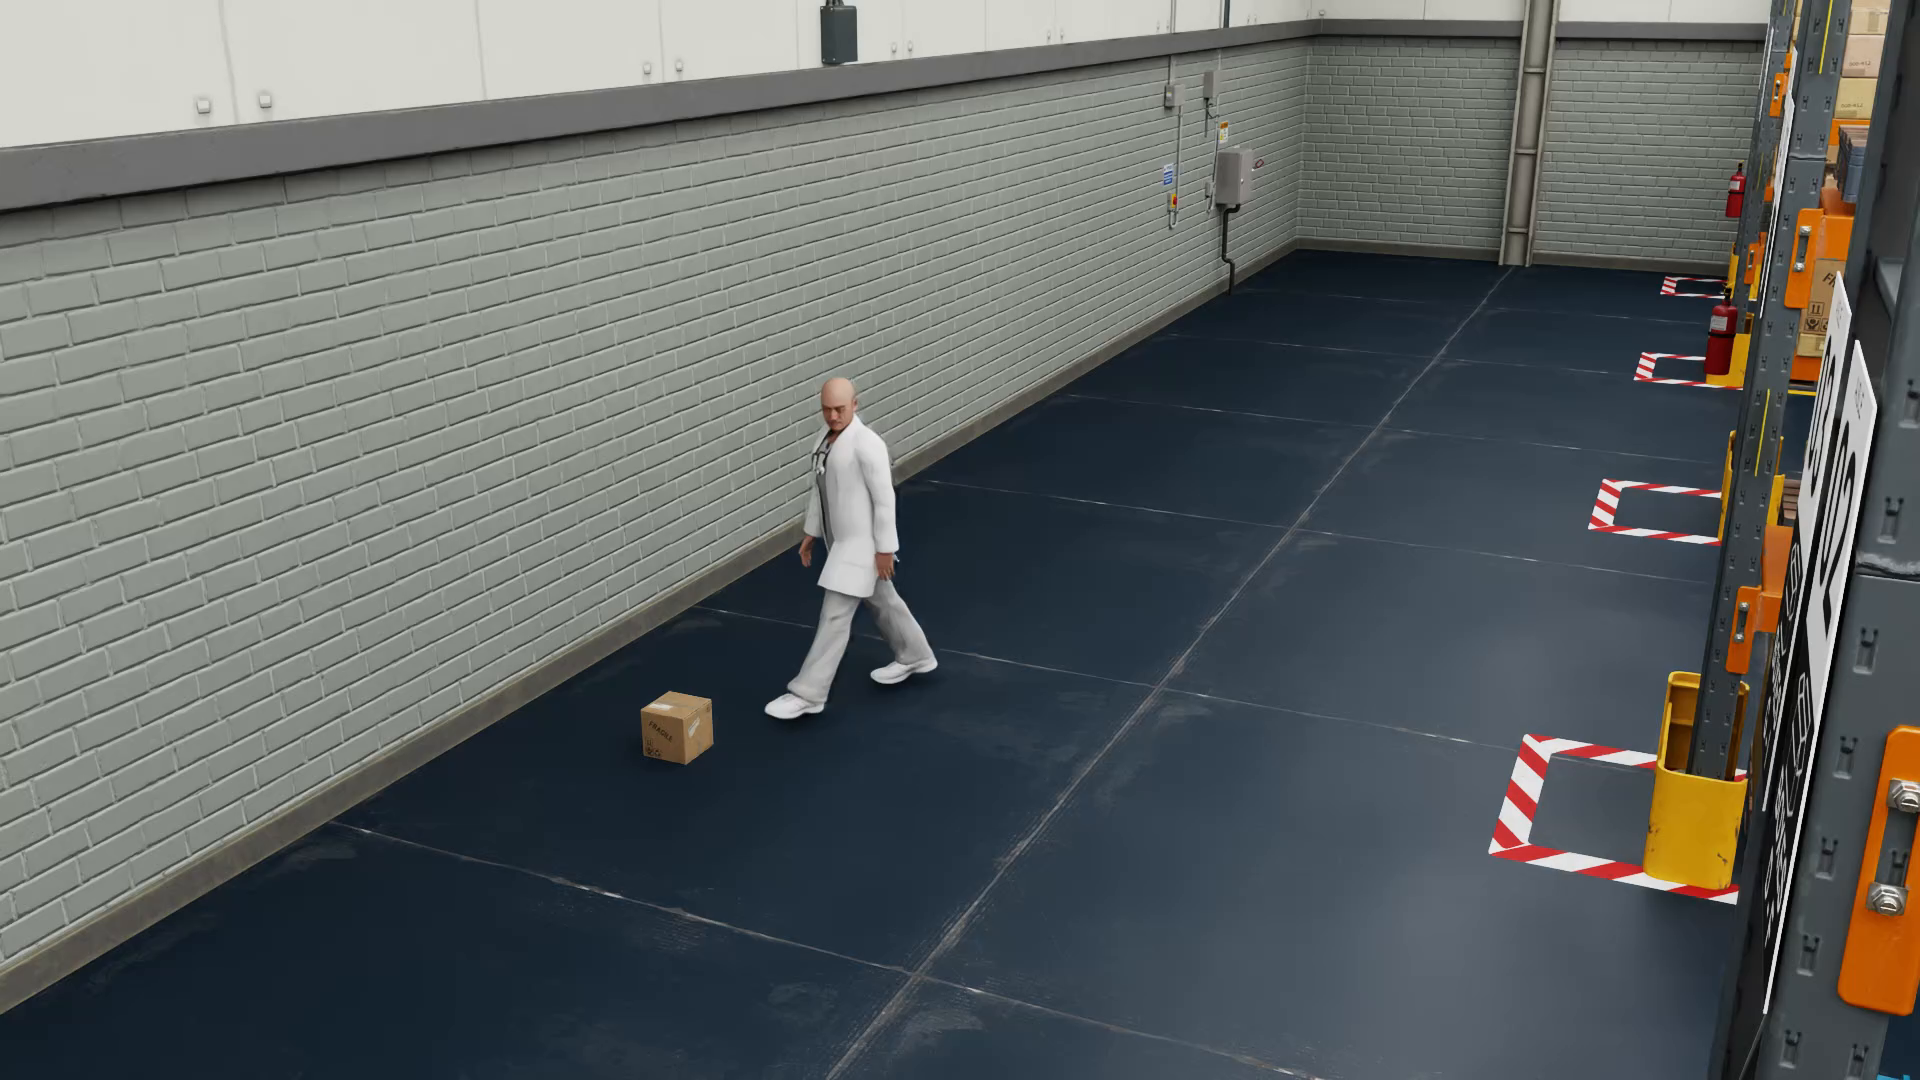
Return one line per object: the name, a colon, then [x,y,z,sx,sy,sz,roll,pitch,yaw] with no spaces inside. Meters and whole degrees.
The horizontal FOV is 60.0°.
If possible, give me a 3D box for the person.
person: [-0.582,0.066,8.550,1.068,1.606,0.597,-9,21,-25]
